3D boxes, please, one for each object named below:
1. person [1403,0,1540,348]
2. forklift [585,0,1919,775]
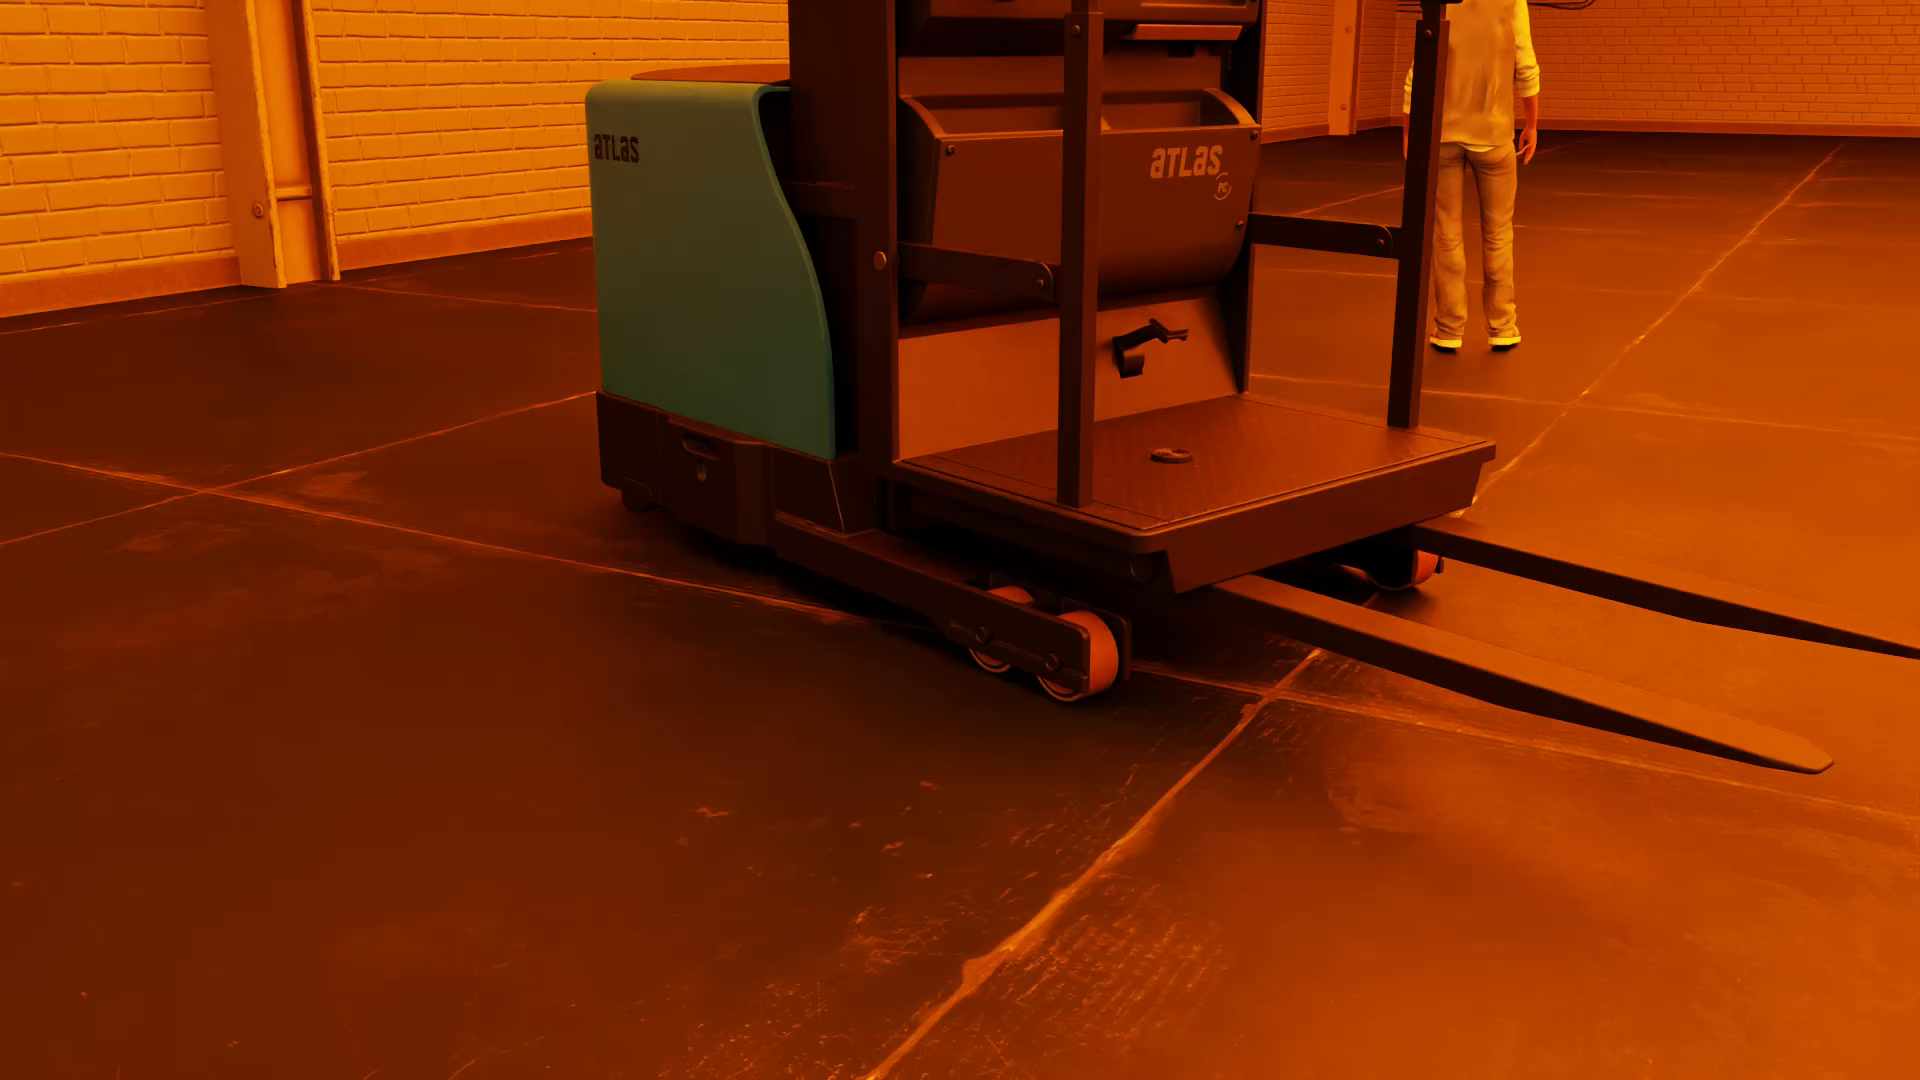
[{"bbox_3d":[1.967,-1.538,6.410,0.520,1.596,0.475,5,17,15],"label":"person"},{"bbox_3d":[0.408,-1.271,3.168,1.130,2.935,3.031,-14,21,-39],"label":"forklift"}]
